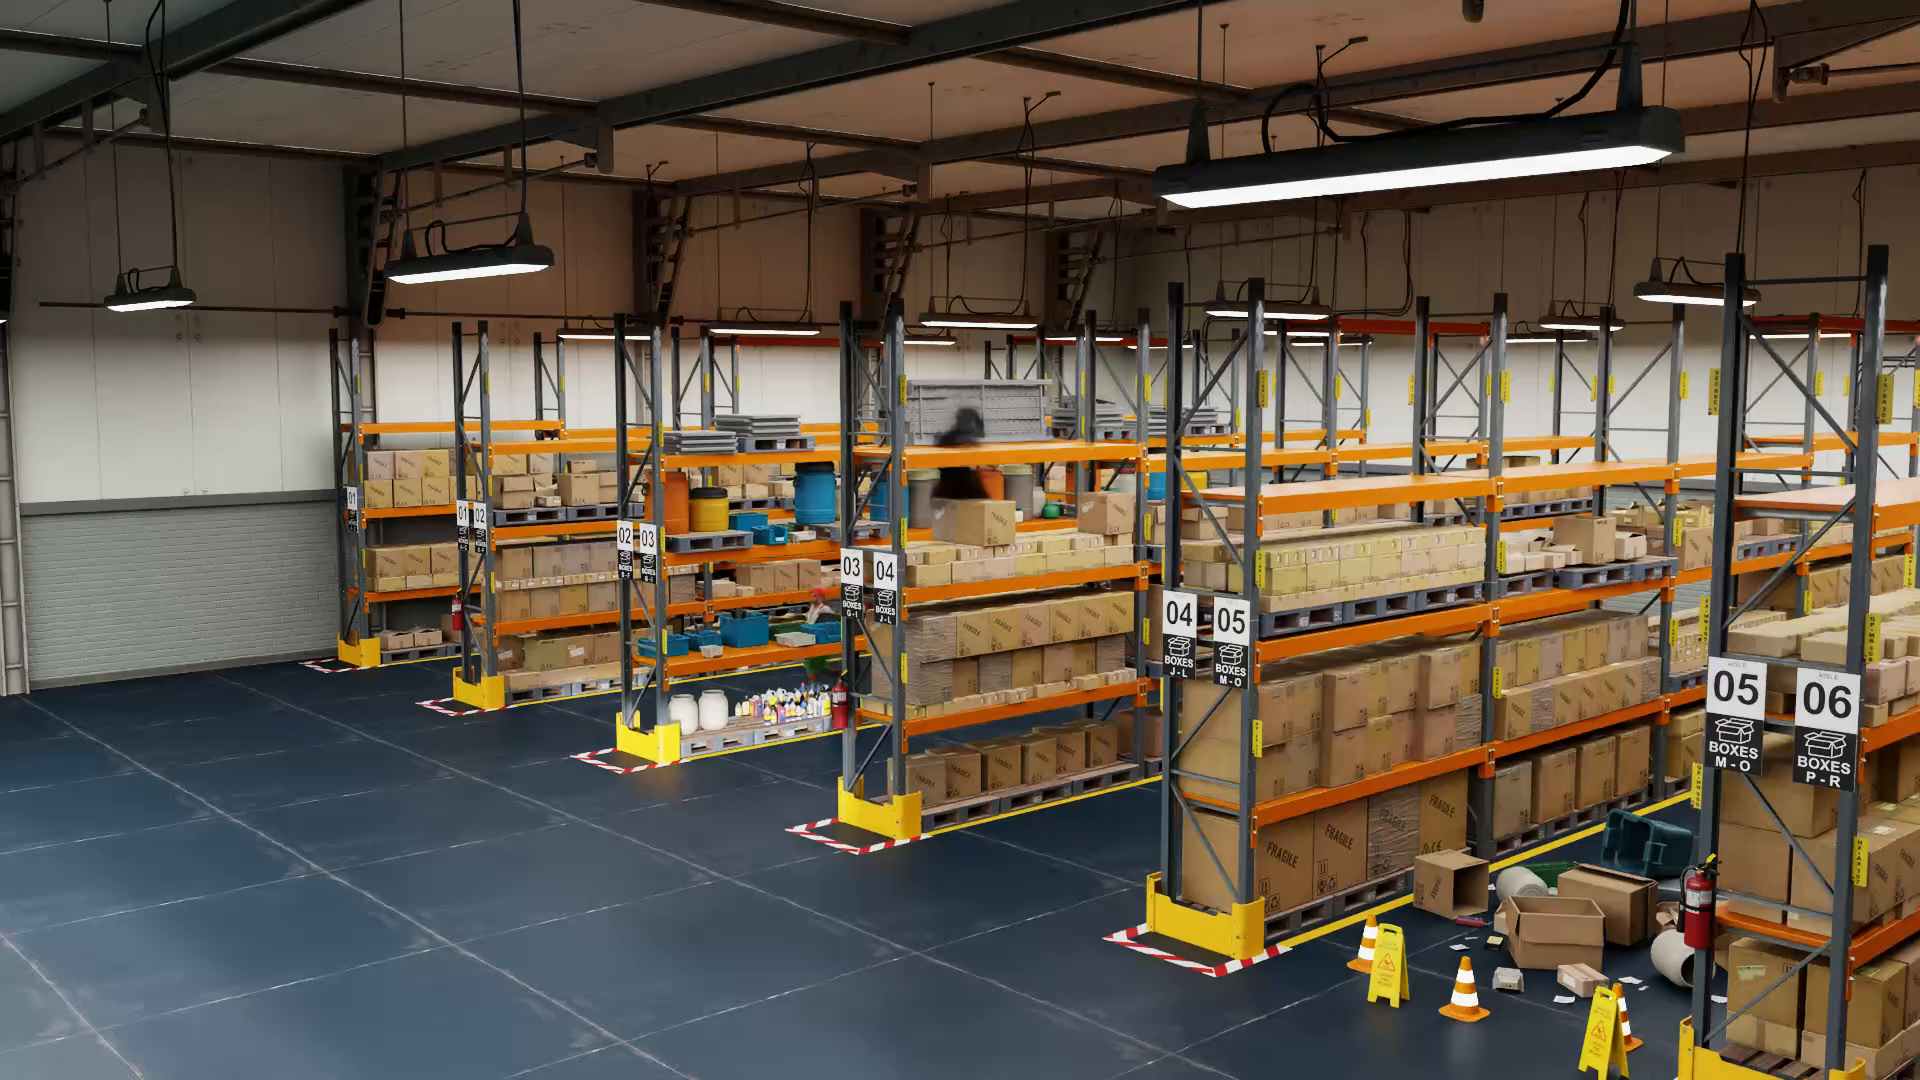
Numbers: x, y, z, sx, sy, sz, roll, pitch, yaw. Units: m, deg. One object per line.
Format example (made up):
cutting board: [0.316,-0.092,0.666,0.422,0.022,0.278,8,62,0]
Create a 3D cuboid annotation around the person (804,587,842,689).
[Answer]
person: [-2.258,1.638,26.793,0.803,1.776,0.664,-5,7,-41]
